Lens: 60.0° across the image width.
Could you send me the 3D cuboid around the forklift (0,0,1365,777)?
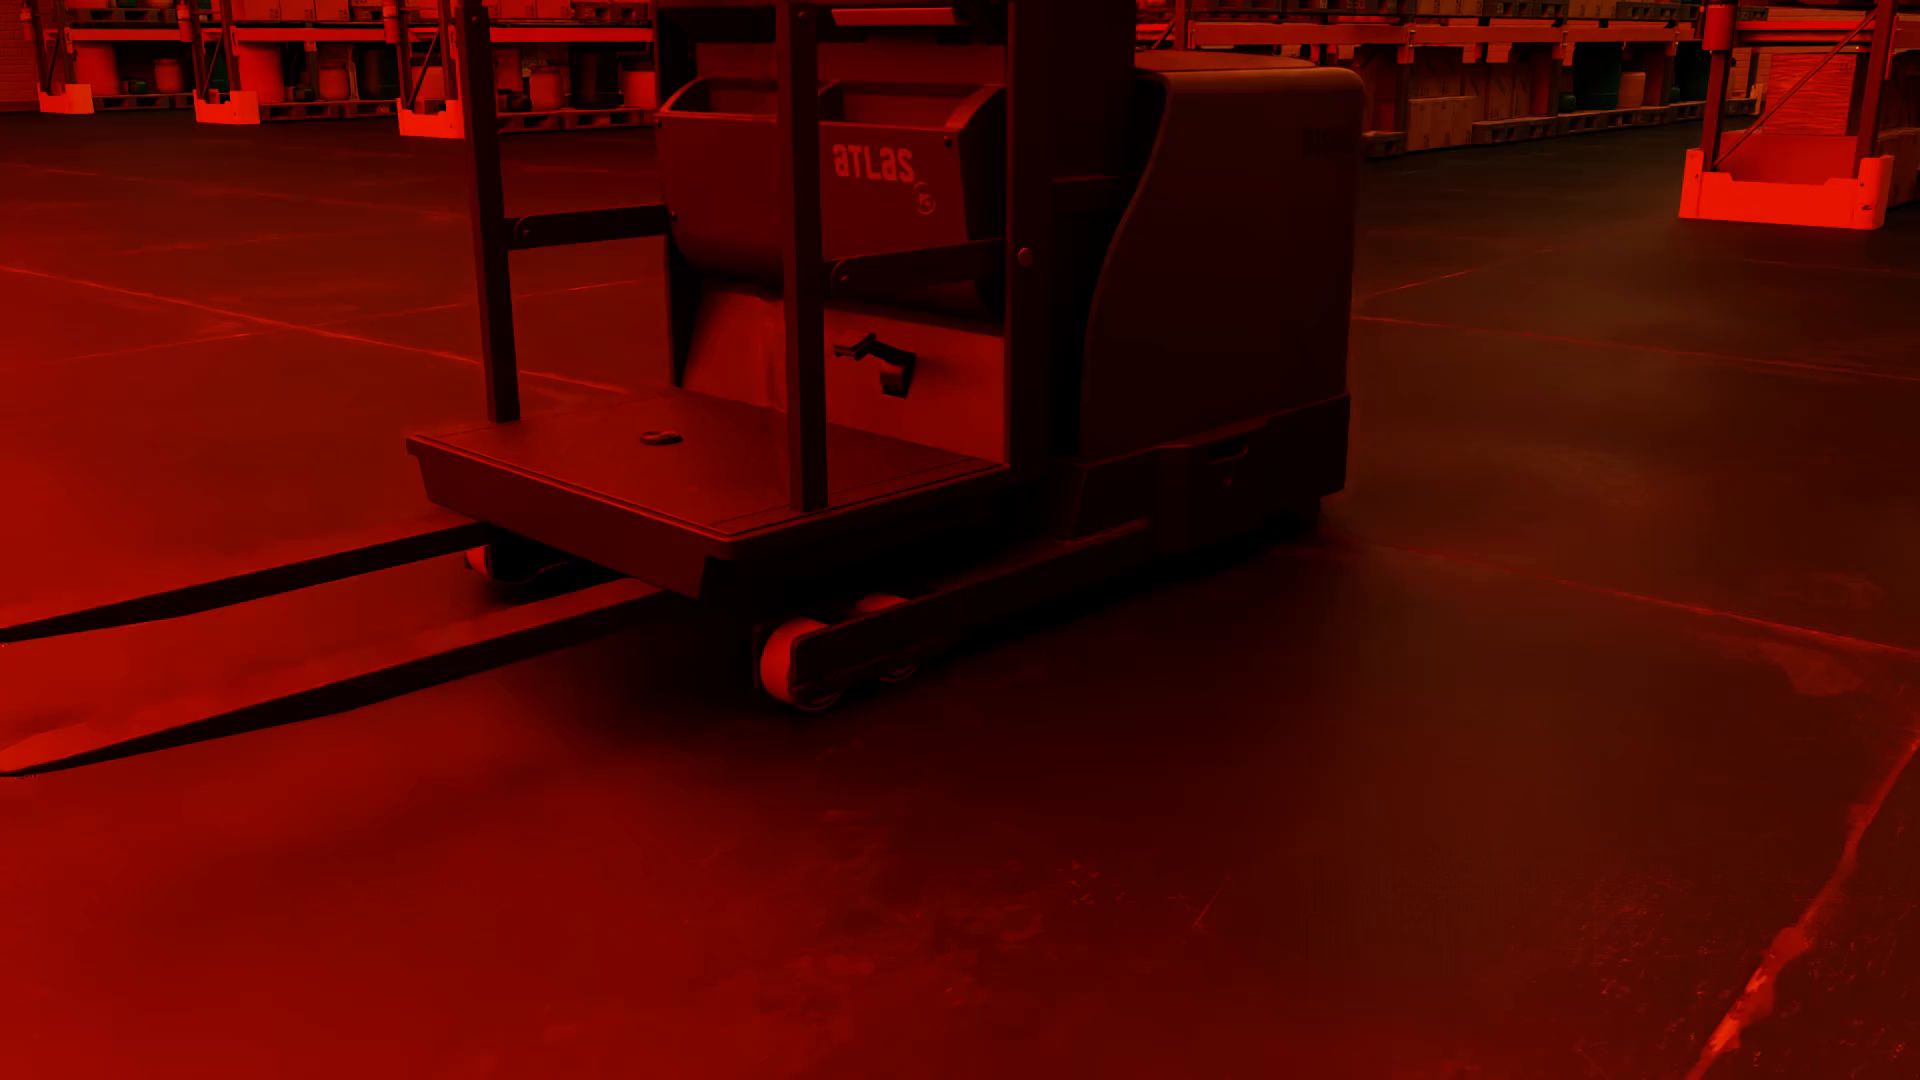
[{"bbox_3d":[-0.431,-1.266,3.067,1.130,2.935,3.031,16,23,42],"label":"forklift"}]
